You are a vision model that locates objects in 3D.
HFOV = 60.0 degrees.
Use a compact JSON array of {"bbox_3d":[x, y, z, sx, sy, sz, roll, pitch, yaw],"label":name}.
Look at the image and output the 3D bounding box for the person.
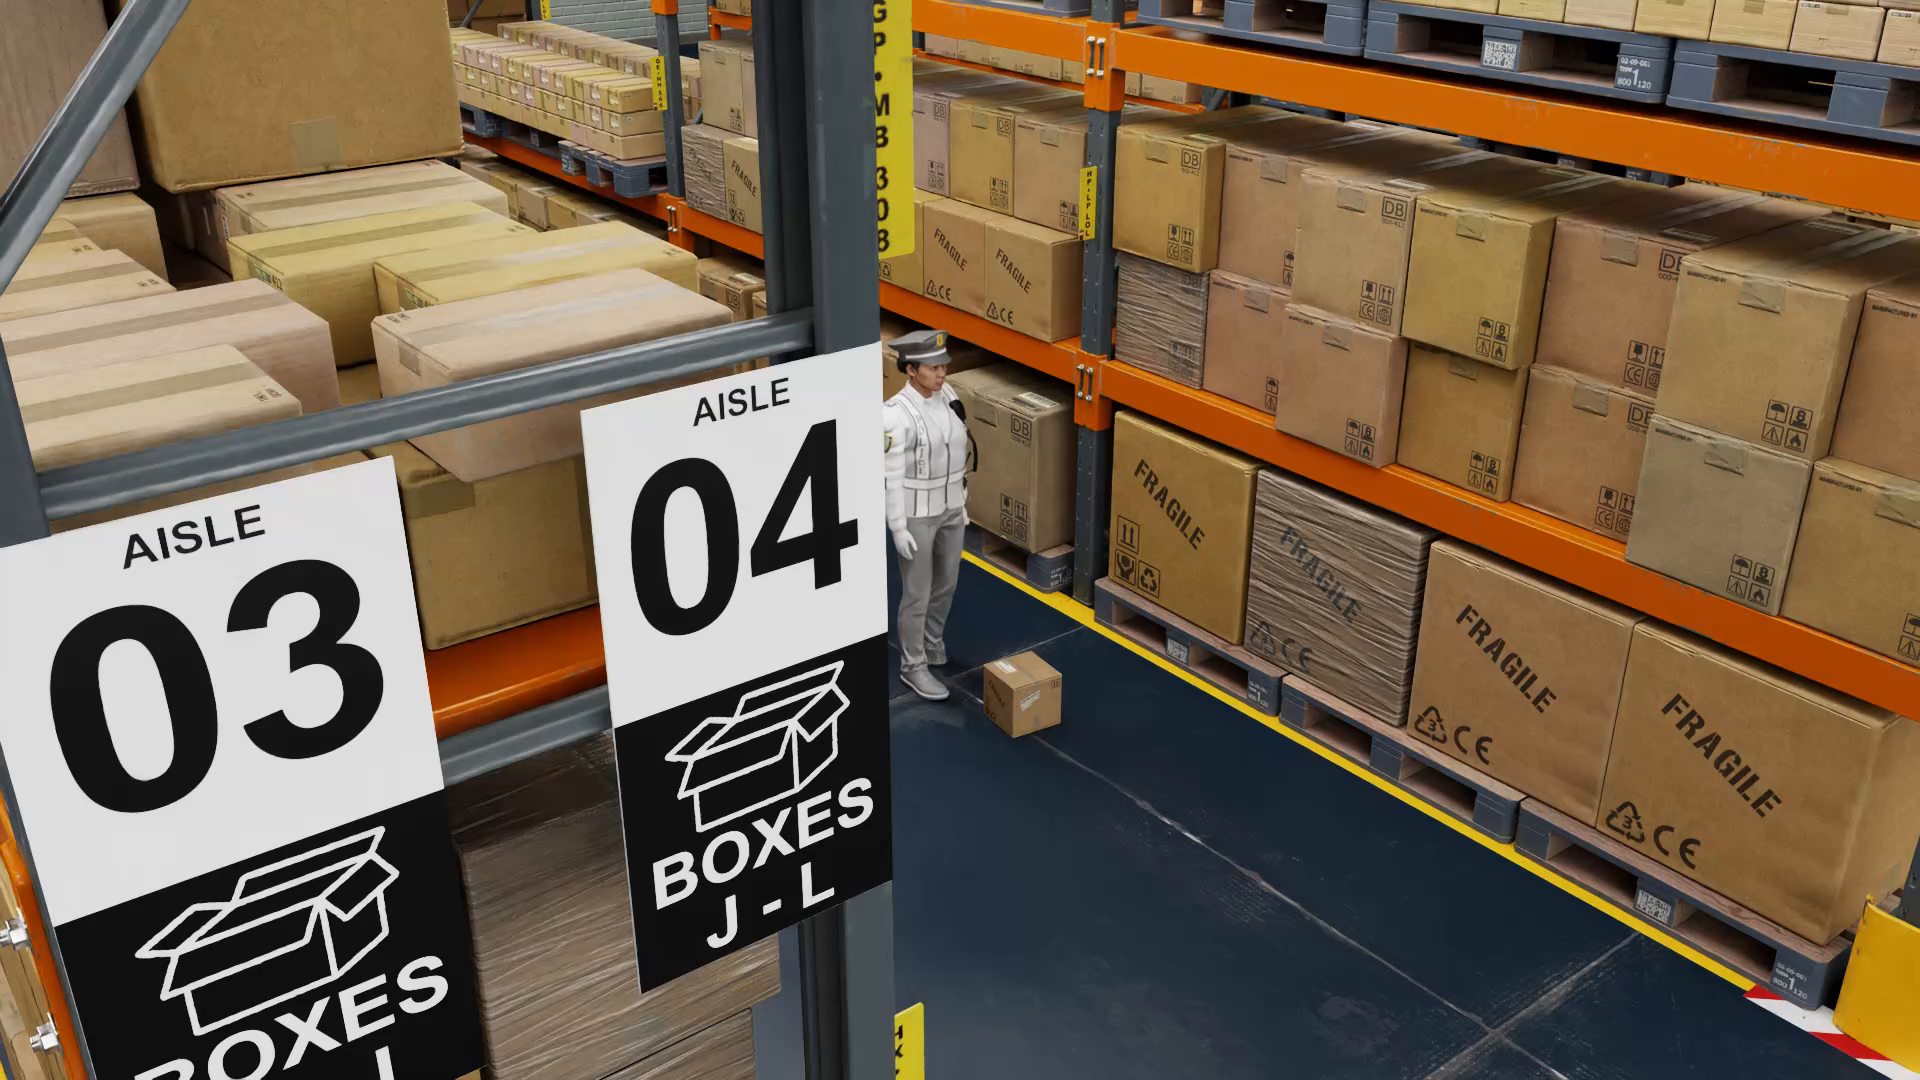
[{"bbox_3d":[-0.145,-0.085,7.366,0.482,1.767,0.417,-22,33,-39],"label":"person"}]
